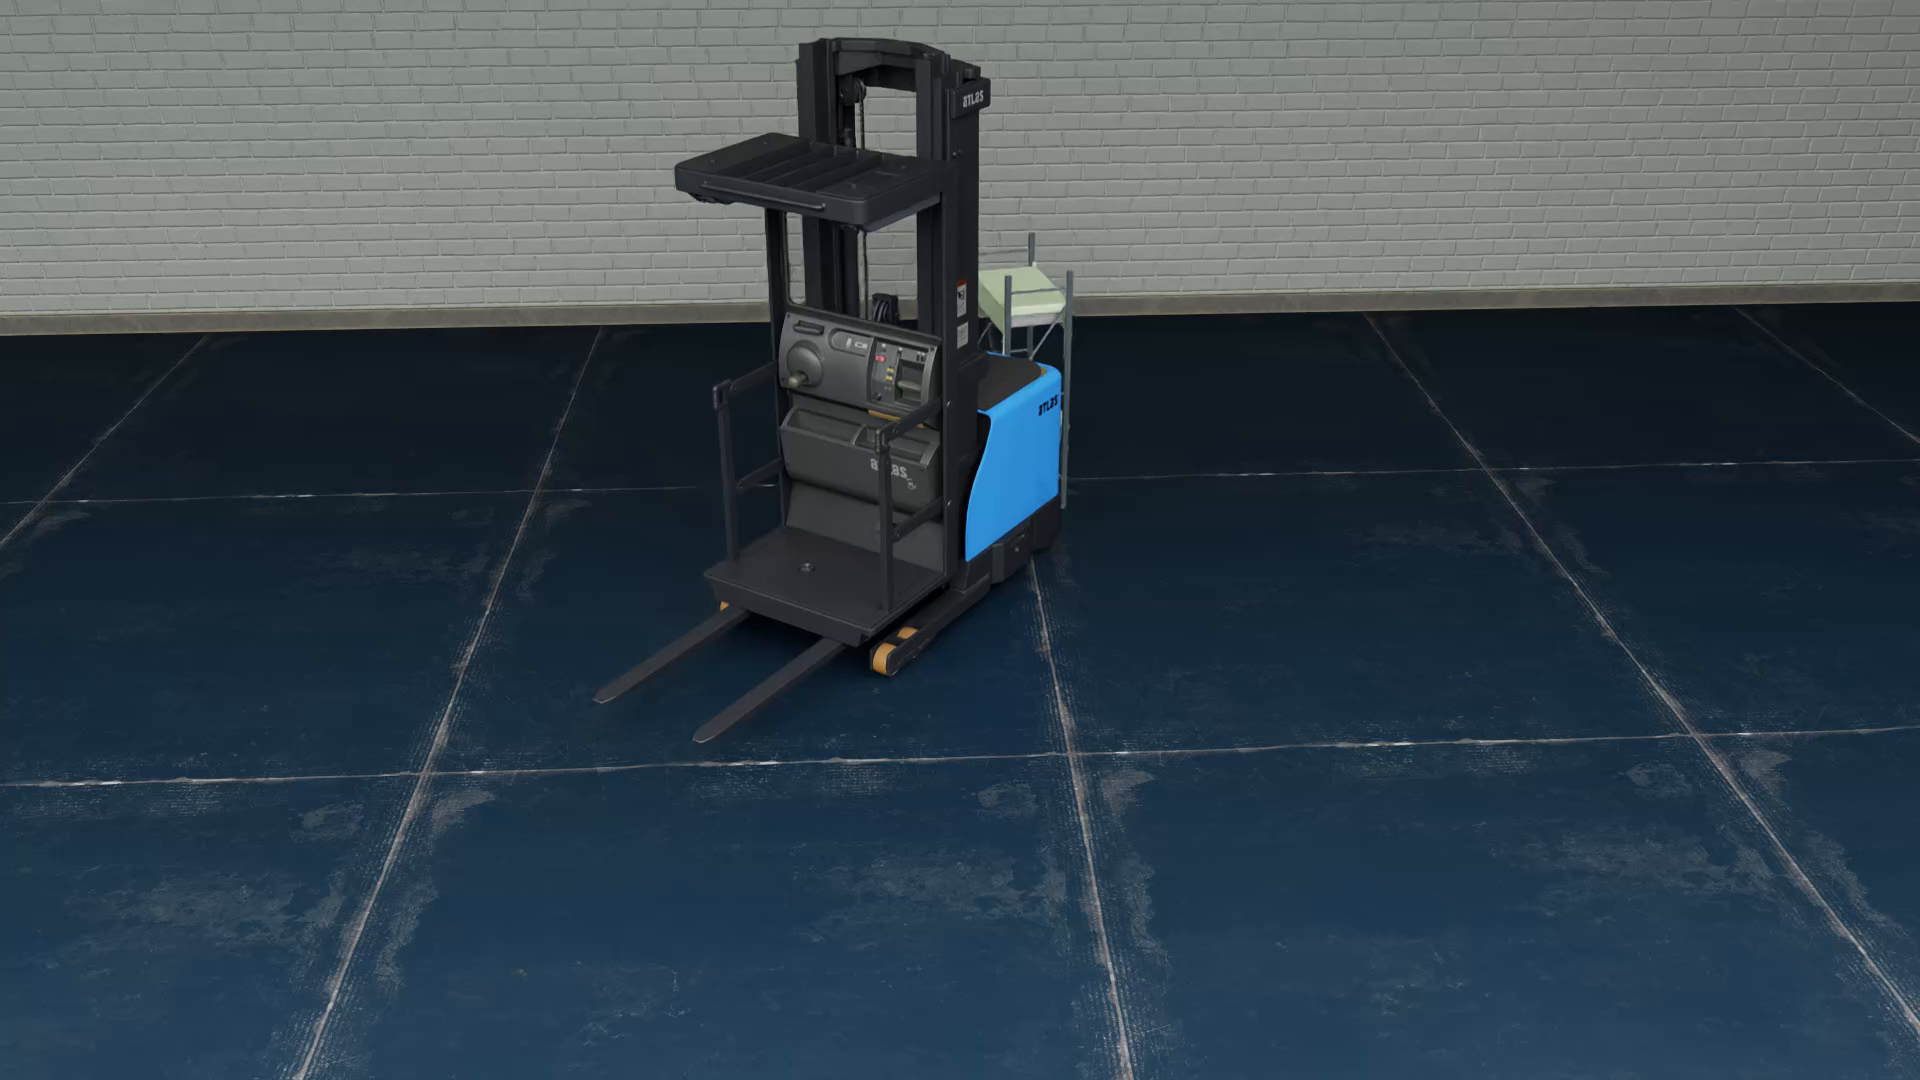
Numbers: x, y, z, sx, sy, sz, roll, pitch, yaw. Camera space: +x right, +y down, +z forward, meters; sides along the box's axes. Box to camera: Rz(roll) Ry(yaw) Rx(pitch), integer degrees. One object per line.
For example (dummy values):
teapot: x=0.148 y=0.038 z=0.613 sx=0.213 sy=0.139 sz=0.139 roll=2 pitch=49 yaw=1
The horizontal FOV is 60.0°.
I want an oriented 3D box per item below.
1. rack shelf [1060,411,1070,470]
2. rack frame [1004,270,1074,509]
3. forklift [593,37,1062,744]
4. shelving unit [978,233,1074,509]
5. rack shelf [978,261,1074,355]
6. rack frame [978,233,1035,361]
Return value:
rack shelf: x=0.354 y=-0.716 z=10.206 sx=0.431 sy=0.370 sz=0.720 roll=-7 pitch=28 yaw=-13
rack frame: x=0.448 y=-0.842 z=9.742 sx=0.400 sy=1.500 sz=0.023 roll=-7 pitch=28 yaw=-13
forklift: x=-0.634 y=-0.857 z=8.224 sx=1.130 sy=2.935 sz=3.031 roll=16 pitch=32 yaw=28
shelving unit: x=0.354 y=-1.005 z=10.055 sx=0.431 sy=1.500 sz=0.755 roll=-7 pitch=28 yaw=-13
rack shelf: x=0.354 y=-1.351 z=9.875 sx=0.431 sy=0.370 sz=0.720 roll=-7 pitch=28 yaw=-13
rack frame: x=0.259 y=-1.169 z=10.369 sx=0.400 sy=1.500 sz=0.023 roll=-7 pitch=28 yaw=-13
